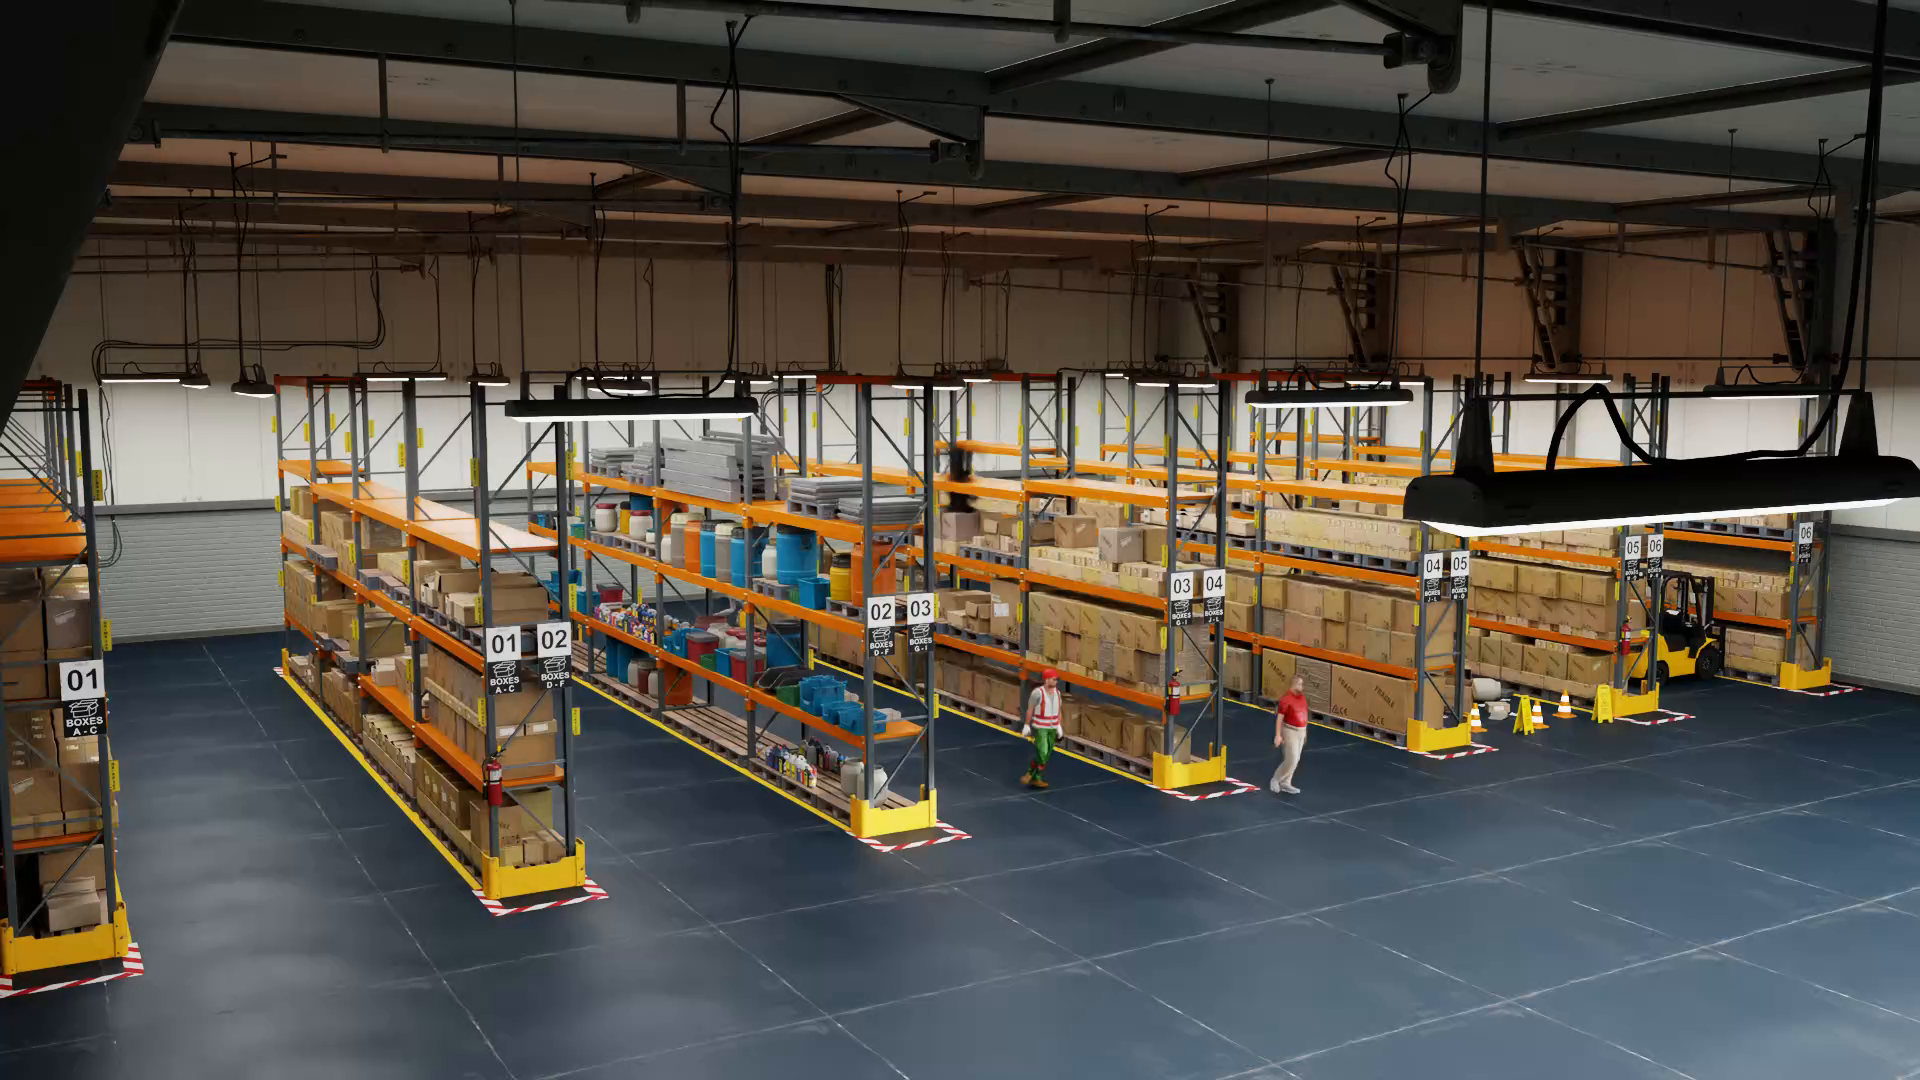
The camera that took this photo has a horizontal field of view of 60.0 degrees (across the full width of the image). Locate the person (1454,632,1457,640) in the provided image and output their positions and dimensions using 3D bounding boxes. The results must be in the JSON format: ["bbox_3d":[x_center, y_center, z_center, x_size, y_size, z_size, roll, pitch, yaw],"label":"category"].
[{"bbox_3d":[10.461,1.533,36.103,0.624,1.699,0.905,-4,7,-32],"label":"person"}]

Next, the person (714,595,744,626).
[{"bbox_3d":[-5.378,1.296,39.222,0.920,1.510,0.611,-1,6,-7],"label":"person"}]

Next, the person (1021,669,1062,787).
[{"bbox_3d":[1.219,2.761,24.440,0.630,1.768,0.468,-5,8,-36],"label":"person"}]

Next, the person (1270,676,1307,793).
[{"bbox_3d":[4.788,2.826,24.155,0.470,1.717,0.632,5,8,40],"label":"person"}]
